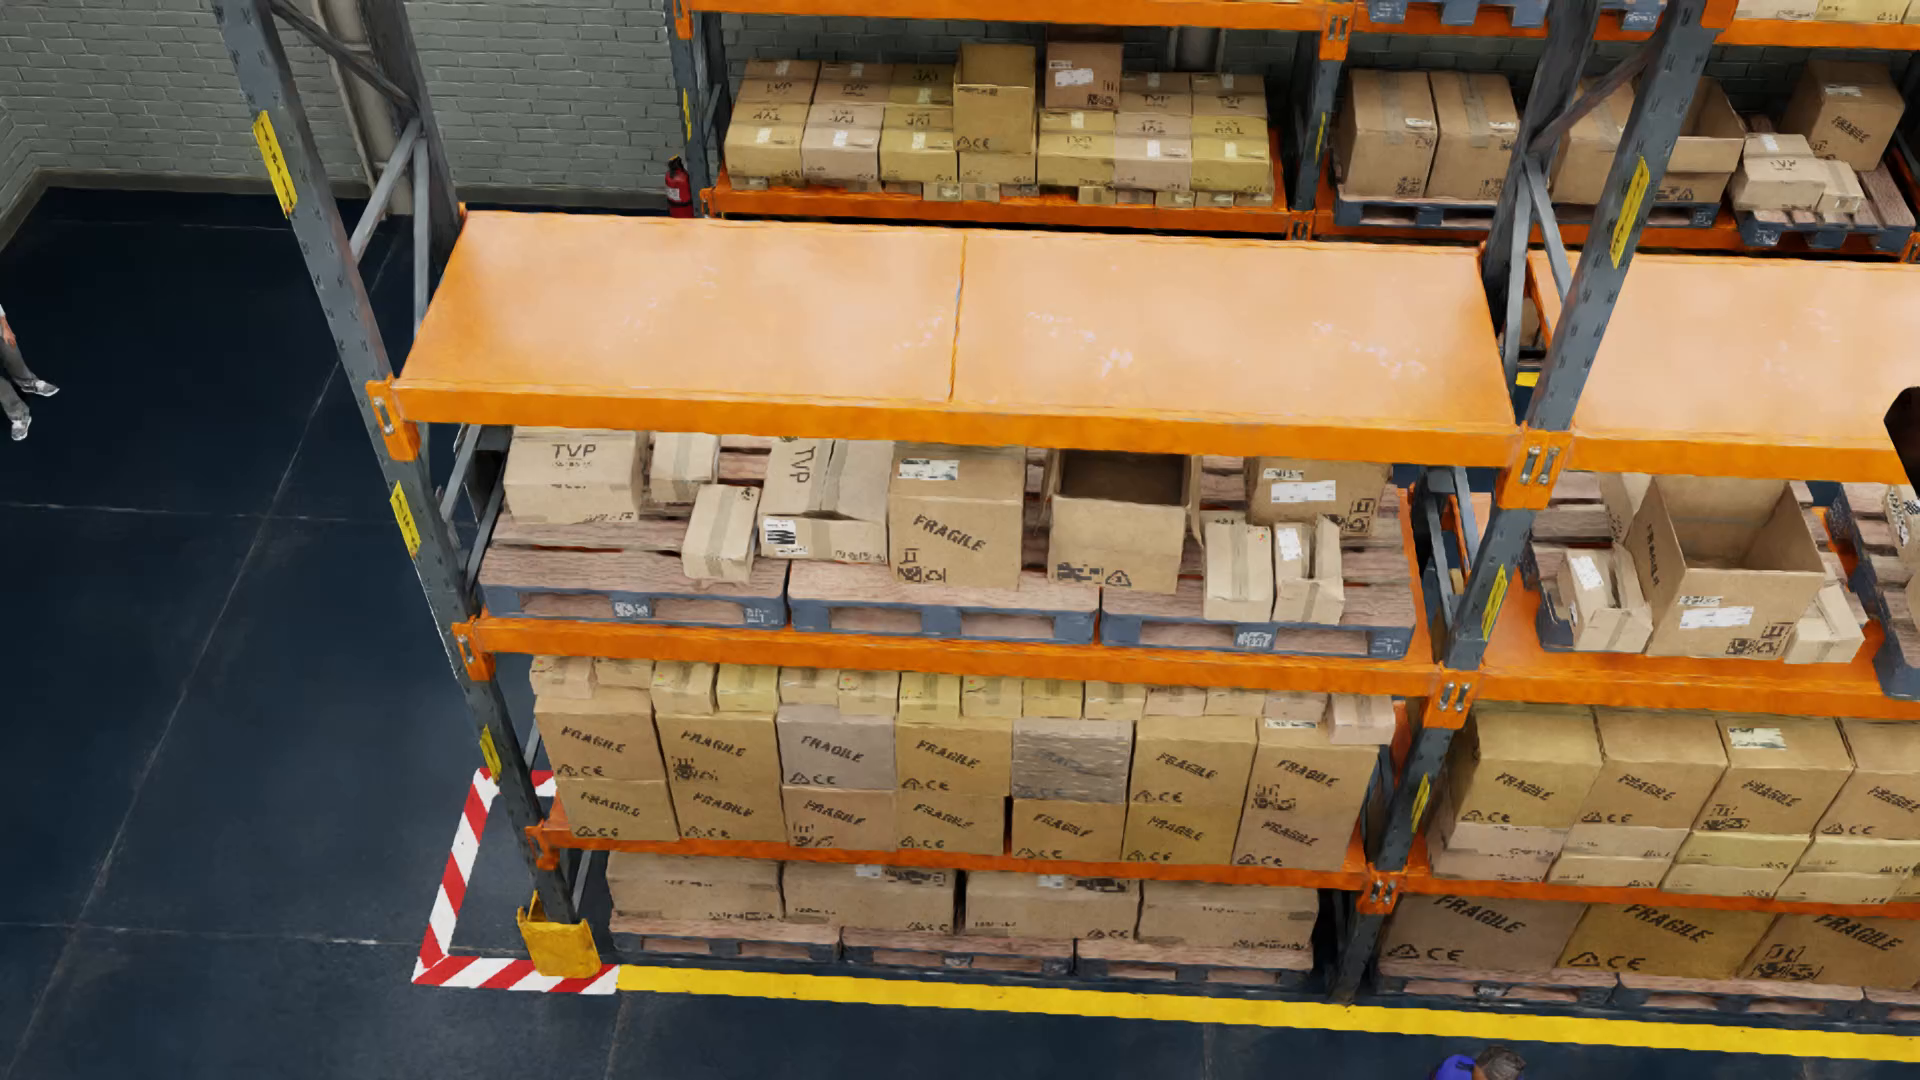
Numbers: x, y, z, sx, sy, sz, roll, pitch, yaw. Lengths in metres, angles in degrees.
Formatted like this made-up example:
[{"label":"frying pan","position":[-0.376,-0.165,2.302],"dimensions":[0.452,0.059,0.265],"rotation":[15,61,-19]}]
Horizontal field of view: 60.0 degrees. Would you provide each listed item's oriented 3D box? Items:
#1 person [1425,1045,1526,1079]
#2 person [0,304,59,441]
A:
[{"label":"person","position":[2.165,2.625,7.235],"dimensions":[0.586,1.651,0.562],"rotation":[14,49,12]},{"label":"person","position":[-6.457,-1.399,10.943],"dimensions":[0.463,1.581,0.552],"rotation":[-21,51,-18]}]
